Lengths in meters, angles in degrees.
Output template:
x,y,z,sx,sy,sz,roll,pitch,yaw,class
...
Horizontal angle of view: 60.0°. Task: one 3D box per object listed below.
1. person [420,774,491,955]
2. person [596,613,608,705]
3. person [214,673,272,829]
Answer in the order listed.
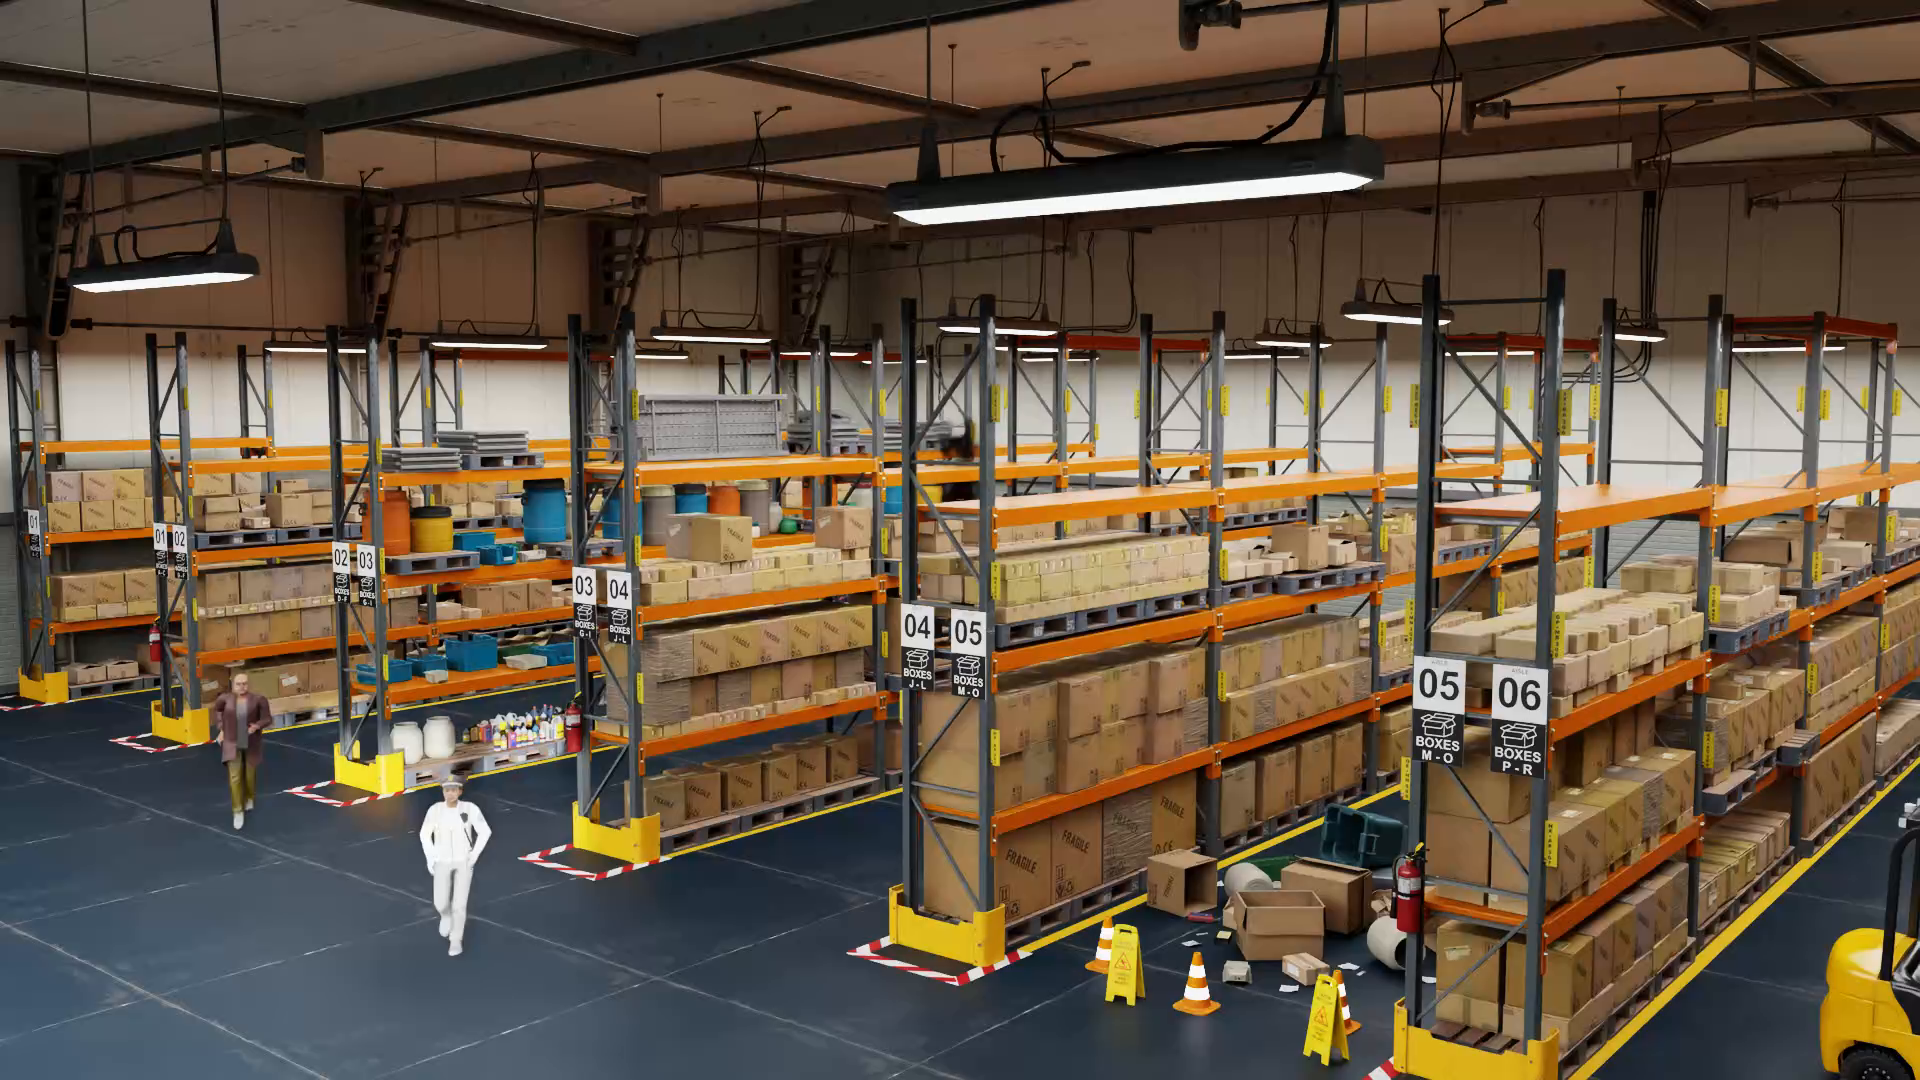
x,y,z,sx,sy,sz,roll,pitch,yaw,class
-4.660,2.966,15.382,0.638,1.664,0.548,-1,5,-11,person
-5.808,1.844,27.696,0.552,1.713,0.807,3,6,32,person
-8.613,2.494,20.007,0.625,1.827,0.987,-3,6,-27,person
